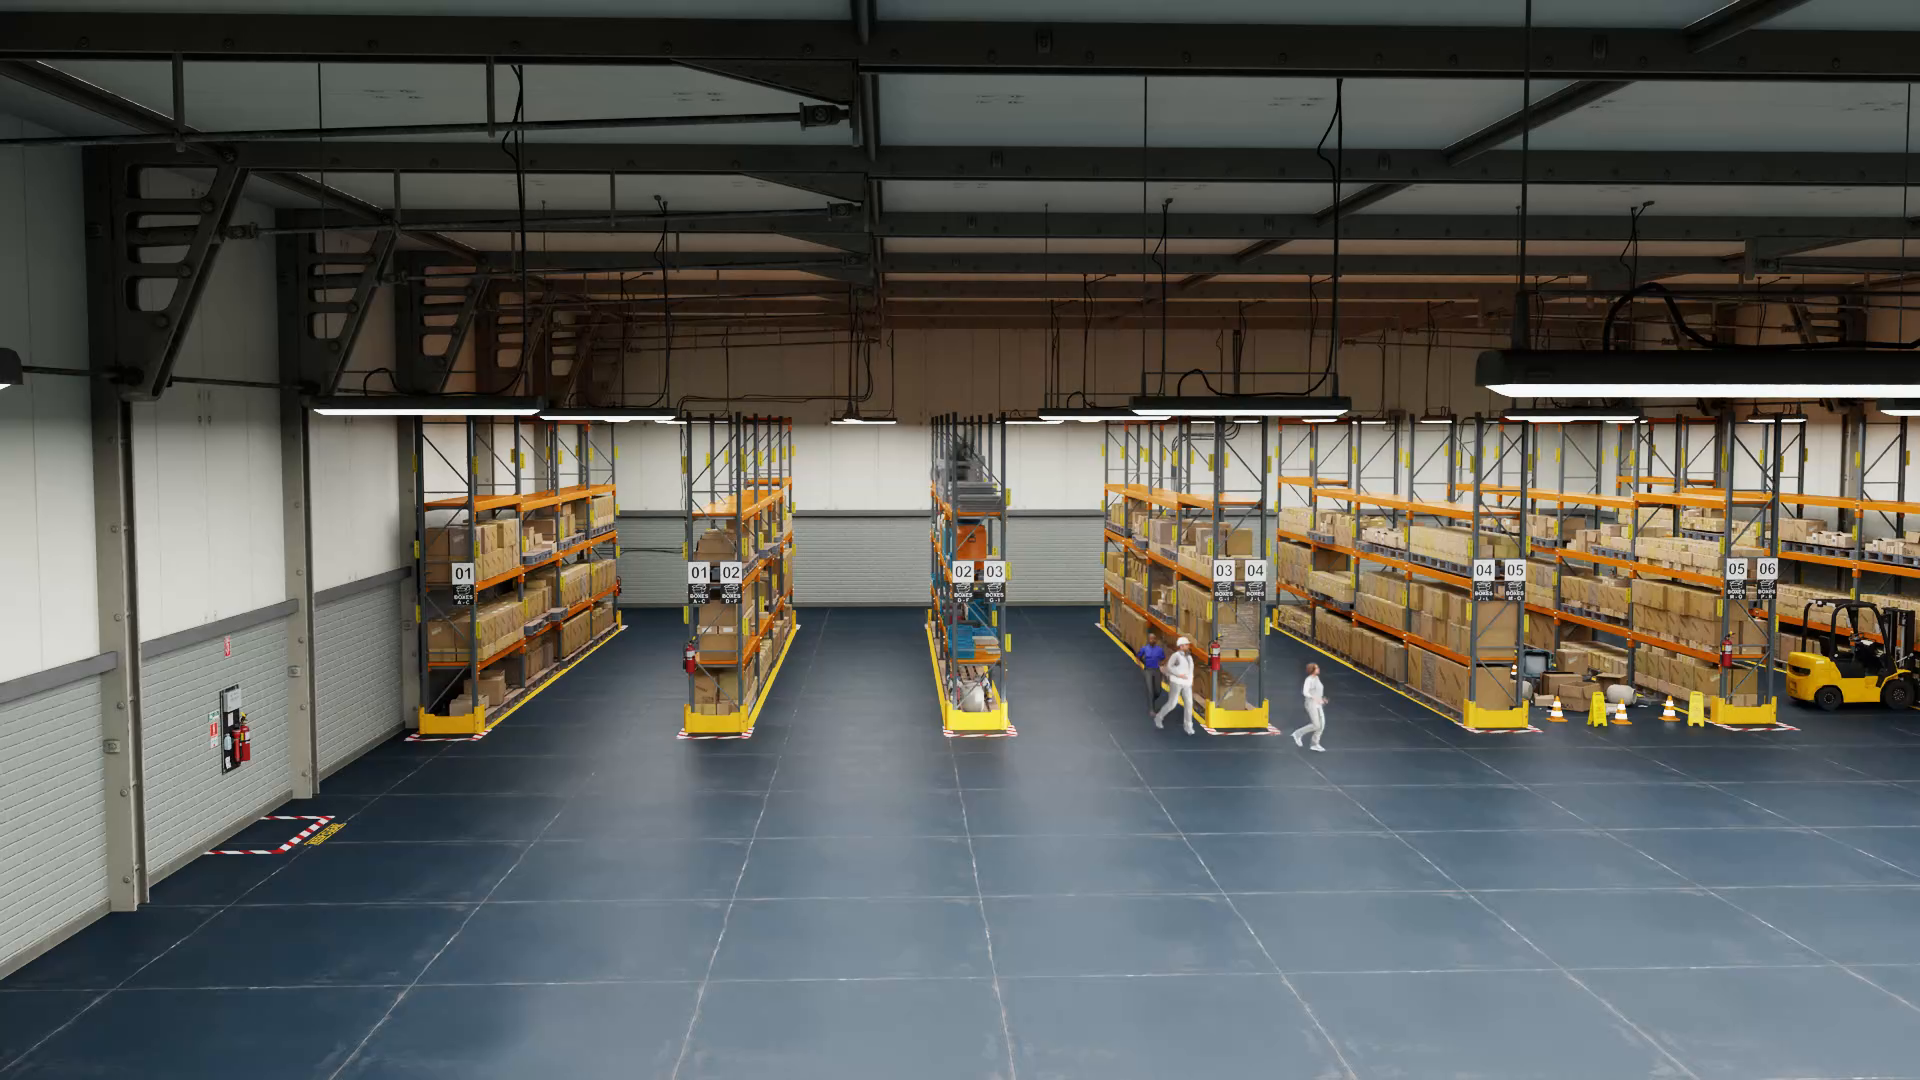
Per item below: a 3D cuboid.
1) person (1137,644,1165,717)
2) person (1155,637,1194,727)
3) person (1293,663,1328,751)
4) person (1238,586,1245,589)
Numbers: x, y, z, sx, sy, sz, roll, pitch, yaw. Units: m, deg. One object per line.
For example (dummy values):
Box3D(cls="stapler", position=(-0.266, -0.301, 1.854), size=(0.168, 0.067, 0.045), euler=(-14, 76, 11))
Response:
Box3D(cls="person", position=(3.804, 2.763, 33.024), size=(0.547, 1.416, 0.815), euler=(0, 4, -6))
Box3D(cls="person", position=(4.152, 2.664, 31.298), size=(0.706, 1.681, 0.772), euler=(-3, 5, -36))
Box3D(cls="person", position=(6.212, 2.944, 29.438), size=(0.587, 1.557, 0.544), euler=(3, 5, 34))
Box3D(cls="person", position=(7.830, 1.612, 48.119), size=(0.612, 1.680, 0.749), euler=(-3, 5, -39))
